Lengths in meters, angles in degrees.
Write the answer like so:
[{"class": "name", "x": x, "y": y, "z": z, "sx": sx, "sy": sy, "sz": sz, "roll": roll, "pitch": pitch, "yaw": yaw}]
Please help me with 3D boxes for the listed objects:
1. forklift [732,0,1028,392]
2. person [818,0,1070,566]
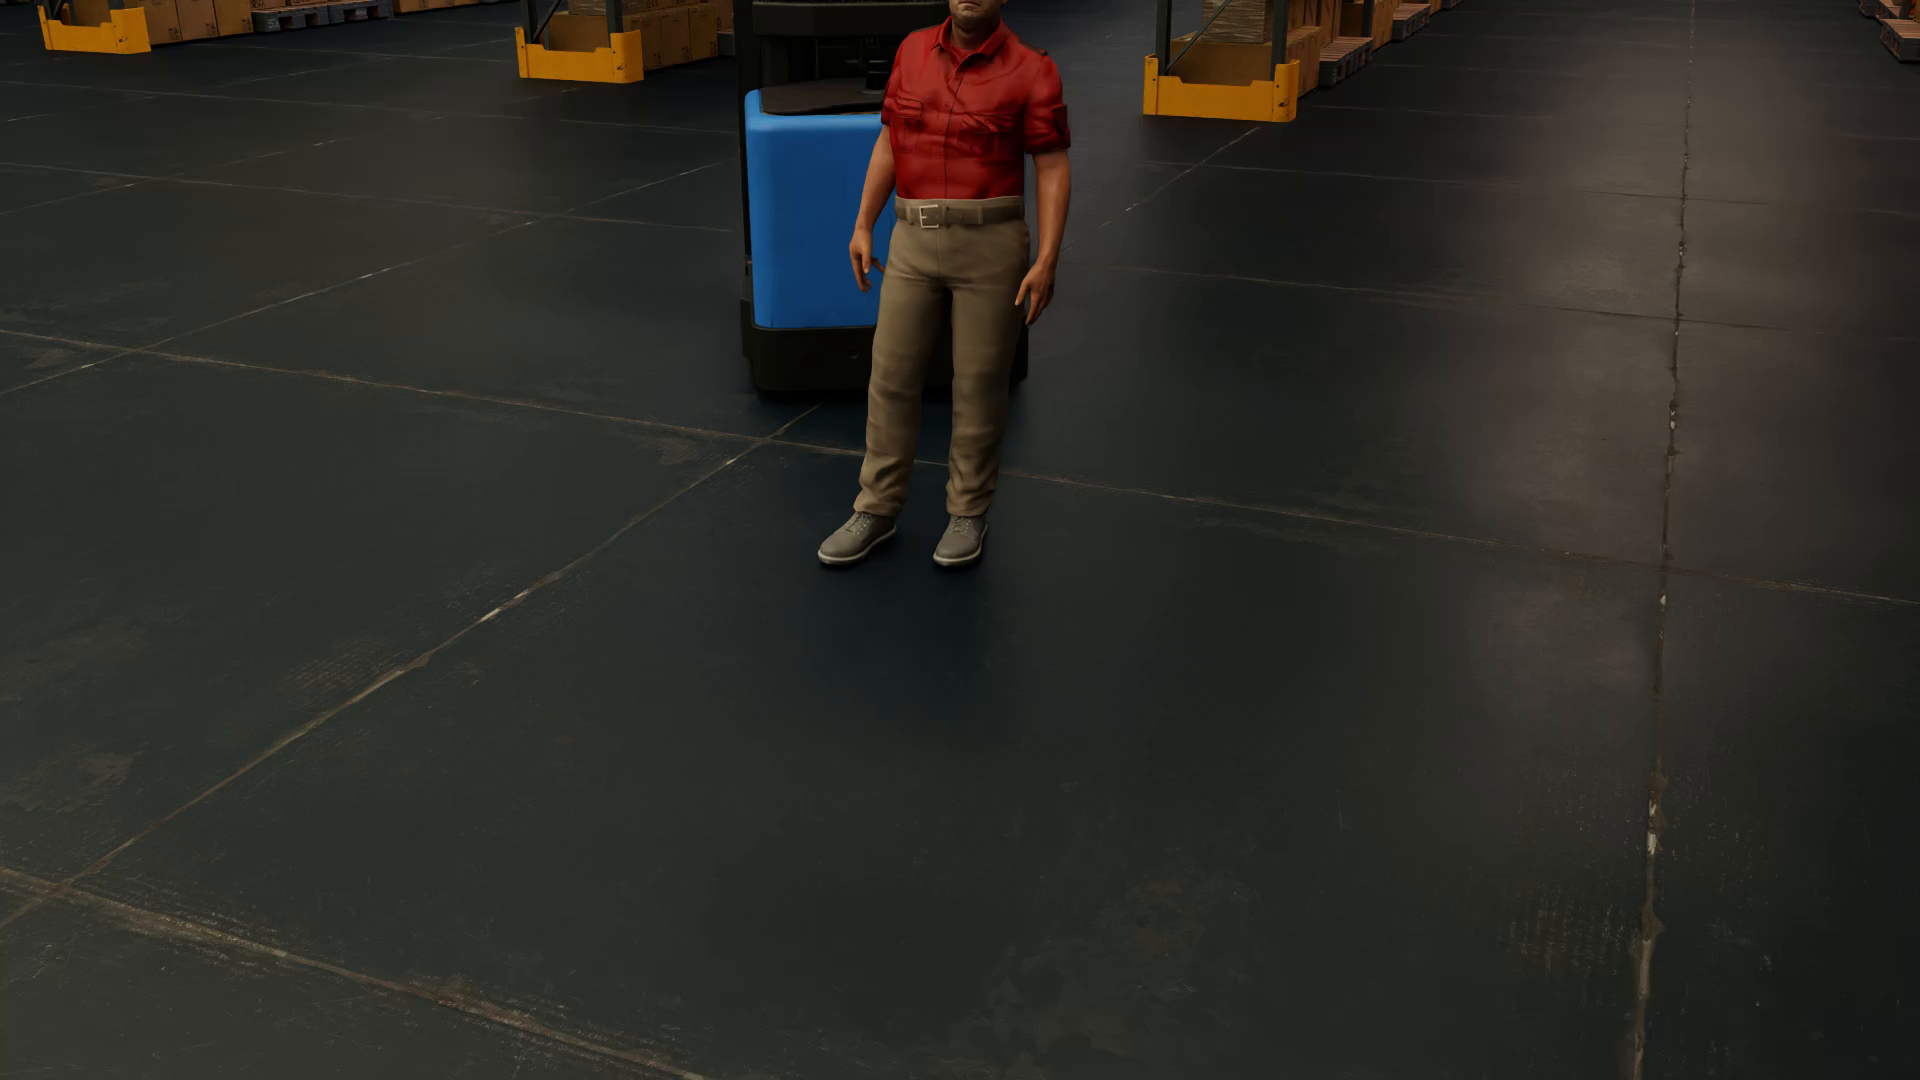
[{"class": "forklift", "x": -0.437, "y": -2.442, "z": 7.135, "sx": 1.130, "sy": 2.935, "sz": 3.031, "roll": -3, "pitch": 23, "yaw": -7}, {"class": "person", "x": -0.045, "y": -0.774, "z": 4.685, "sx": 0.640, "sy": 1.727, "sz": 0.551, "roll": 9, "pitch": 24, "yaw": 21}]
